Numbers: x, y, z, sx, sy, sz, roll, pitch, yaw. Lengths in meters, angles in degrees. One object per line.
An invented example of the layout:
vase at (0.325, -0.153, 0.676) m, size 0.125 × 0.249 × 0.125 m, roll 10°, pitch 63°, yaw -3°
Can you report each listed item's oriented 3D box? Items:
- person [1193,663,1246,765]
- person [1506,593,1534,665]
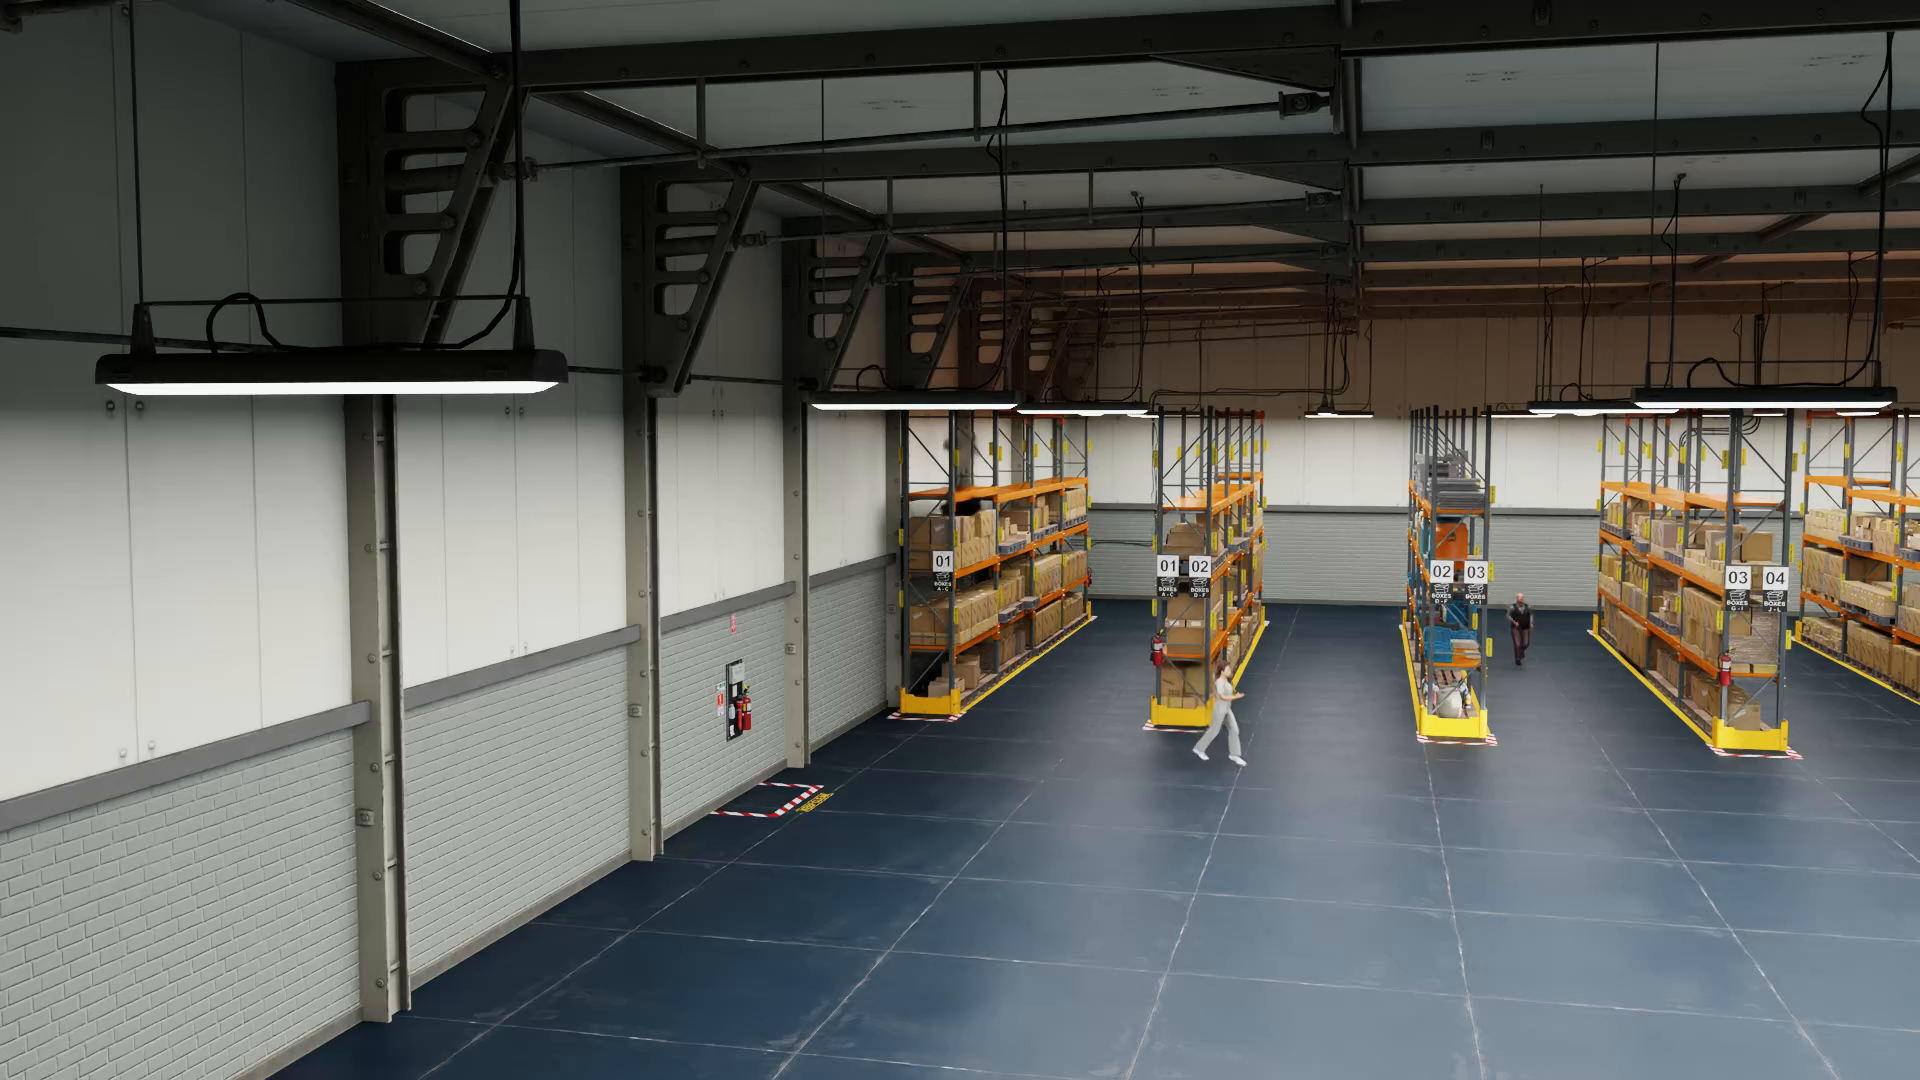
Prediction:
person at (4.332, 2.879, 27.698) m, size 0.909 × 1.697 × 0.543 m, roll 2°, pitch 5°, yaw 28°
person at (13.150, 2.093, 39.021) m, size 0.659 × 1.680 × 0.578 m, roll 0°, pitch 4°, yaw 6°
